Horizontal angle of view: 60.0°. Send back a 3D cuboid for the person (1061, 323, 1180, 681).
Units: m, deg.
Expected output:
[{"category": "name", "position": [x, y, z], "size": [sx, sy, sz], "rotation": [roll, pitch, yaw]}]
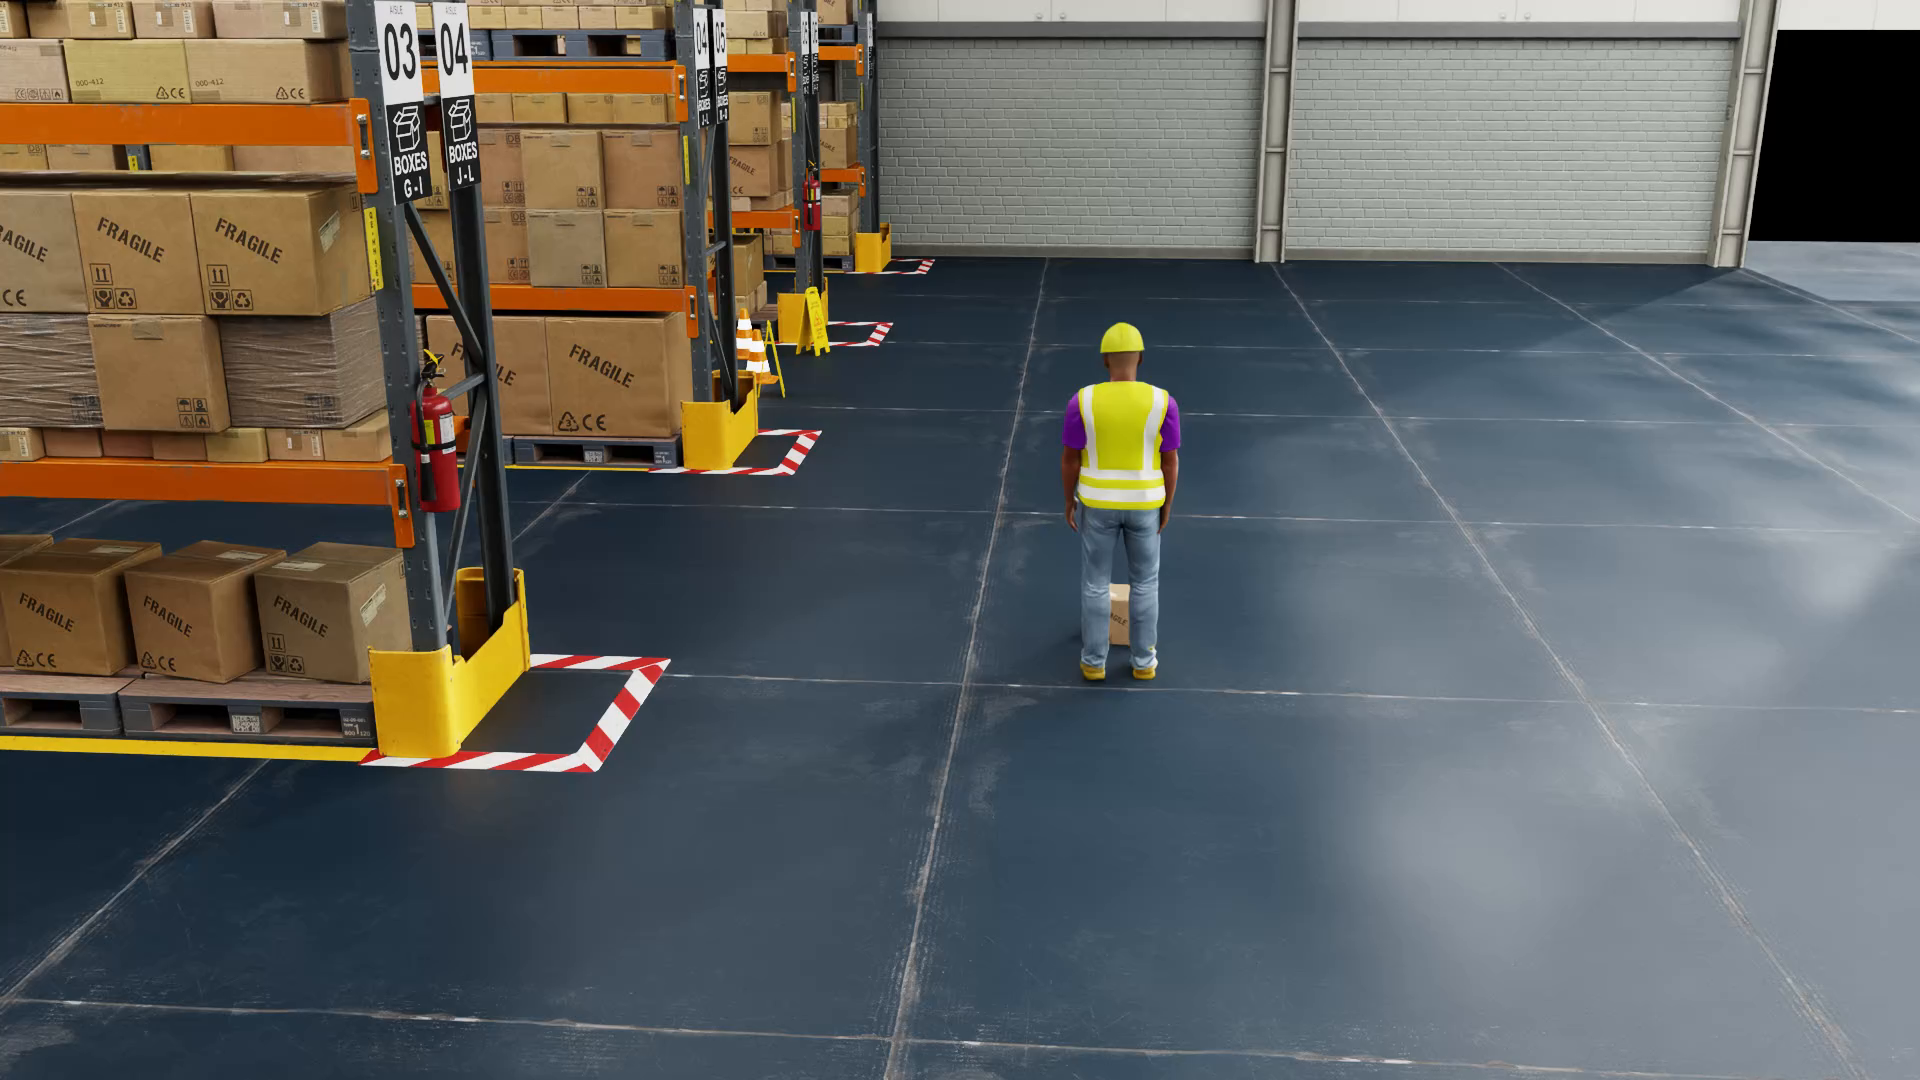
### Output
[{"category": "person", "position": [0.773, -0.180, 8.095], "size": [0.566, 1.767, 0.363], "rotation": [2, 17, 5]}]
